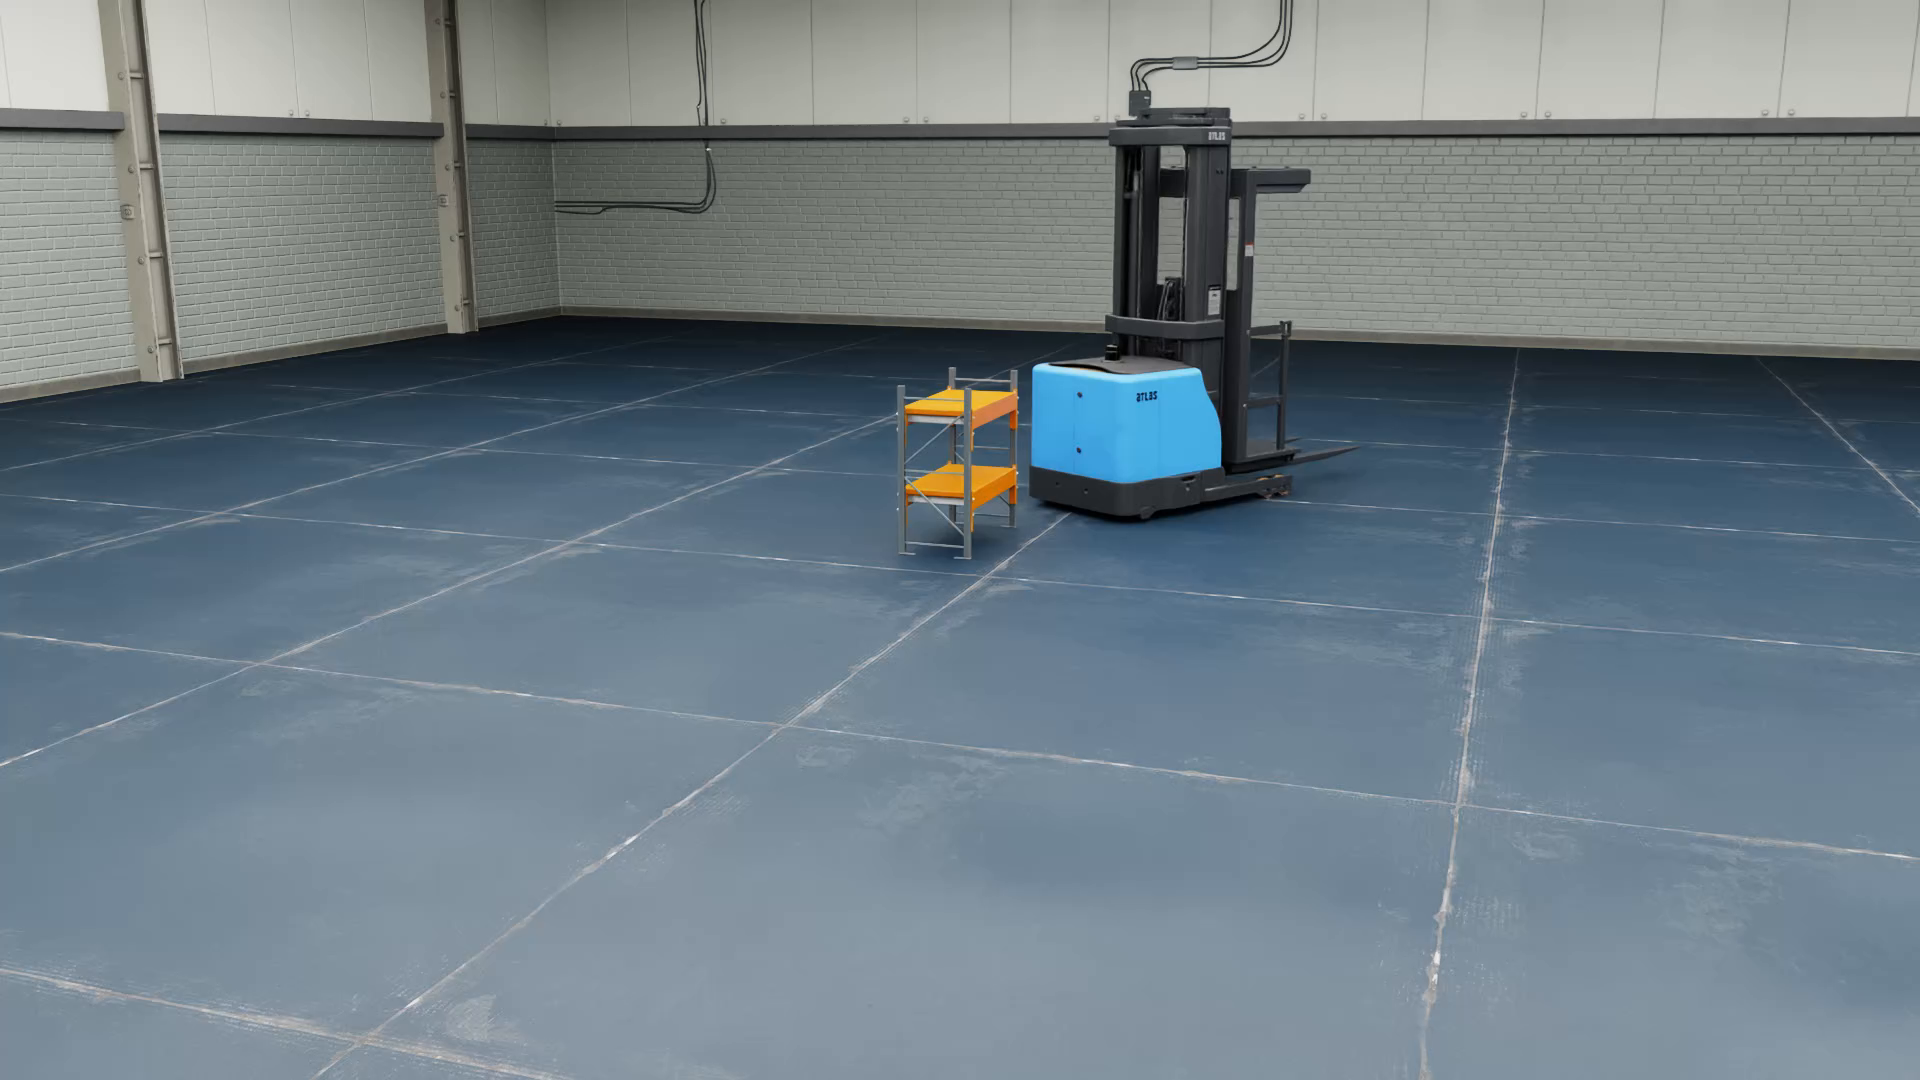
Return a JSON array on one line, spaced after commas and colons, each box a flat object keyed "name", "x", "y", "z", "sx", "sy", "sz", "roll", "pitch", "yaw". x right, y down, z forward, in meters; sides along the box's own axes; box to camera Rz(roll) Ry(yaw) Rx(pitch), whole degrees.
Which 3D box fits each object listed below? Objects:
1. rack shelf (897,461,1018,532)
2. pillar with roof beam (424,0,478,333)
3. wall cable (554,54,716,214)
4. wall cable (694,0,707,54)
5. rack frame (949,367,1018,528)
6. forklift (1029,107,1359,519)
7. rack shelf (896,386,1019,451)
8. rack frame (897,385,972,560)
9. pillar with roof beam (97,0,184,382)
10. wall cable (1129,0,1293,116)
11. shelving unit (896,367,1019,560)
[{"name": "rack shelf", "x": -0.002, "y": -0.309, "z": 11.411, "sx": 0.538, "sy": 0.278, "sz": 1.000, "roll": 4, "pitch": 14, "yaw": 18}, {"name": "pillar with roof beam", "x": -3.537, "y": -7.261, "z": 23.077, "sx": 9.100, "sy": 9.000, "sz": 0.400, "roll": 4, "pitch": 14, "yaw": 18}, {"name": "wall cable", "x": -5.406, "y": -6.582, "z": 27.081, "sx": 3.097, "sy": 2.526, "sz": 0.112, "roll": 4, "pitch": 14, "yaw": 18}, {"name": "wall cable", "x": -2.847, "y": -8.850, "z": 25.666, "sx": 3.097, "sy": 2.526, "sz": 0.112, "roll": 4, "pitch": 14, "yaw": 18}, {"name": "rack frame", "x": 0.162, "y": -0.654, "z": 11.825, "sx": 0.500, "sy": 1.125, "sz": 0.032, "roll": 4, "pitch": 14, "yaw": 18}, {"name": "forklift", "x": 1.973, "y": -1.827, "z": 12.906, "sx": 3.031, "sy": 2.935, "sz": 1.130, "roll": -11, "pitch": 17, "yaw": -39}, {"name": "rack shelf", "x": -0.002, "y": -0.832, "z": 11.291, "sx": 0.538, "sy": 0.278, "sz": 1.000, "roll": 4, "pitch": 14, "yaw": 18}, {"name": "rack frame", "x": -0.167, "y": -0.440, "z": 10.888, "sx": 0.500, "sy": 1.125, "sz": 0.032, "roll": 4, "pitch": 14, "yaw": 18}, {"name": "pillar with roof beam", "x": -5.479, "y": -5.998, "z": 17.542, "sx": 9.100, "sy": 9.000, "sz": 0.400, "roll": 4, "pitch": 14, "yaw": 18}, {"name": "wall cable", "x": 3.571, "y": -9.067, "z": 23.348, "sx": 2.305, "sy": 6.003, "sz": 0.169, "roll": 4, "pitch": 14, "yaw": 18}, {"name": "shelving unit", "x": -0.002, "y": -0.547, "z": 11.357, "sx": 0.538, "sy": 1.125, "sz": 1.048, "roll": 4, "pitch": 14, "yaw": 18}]
